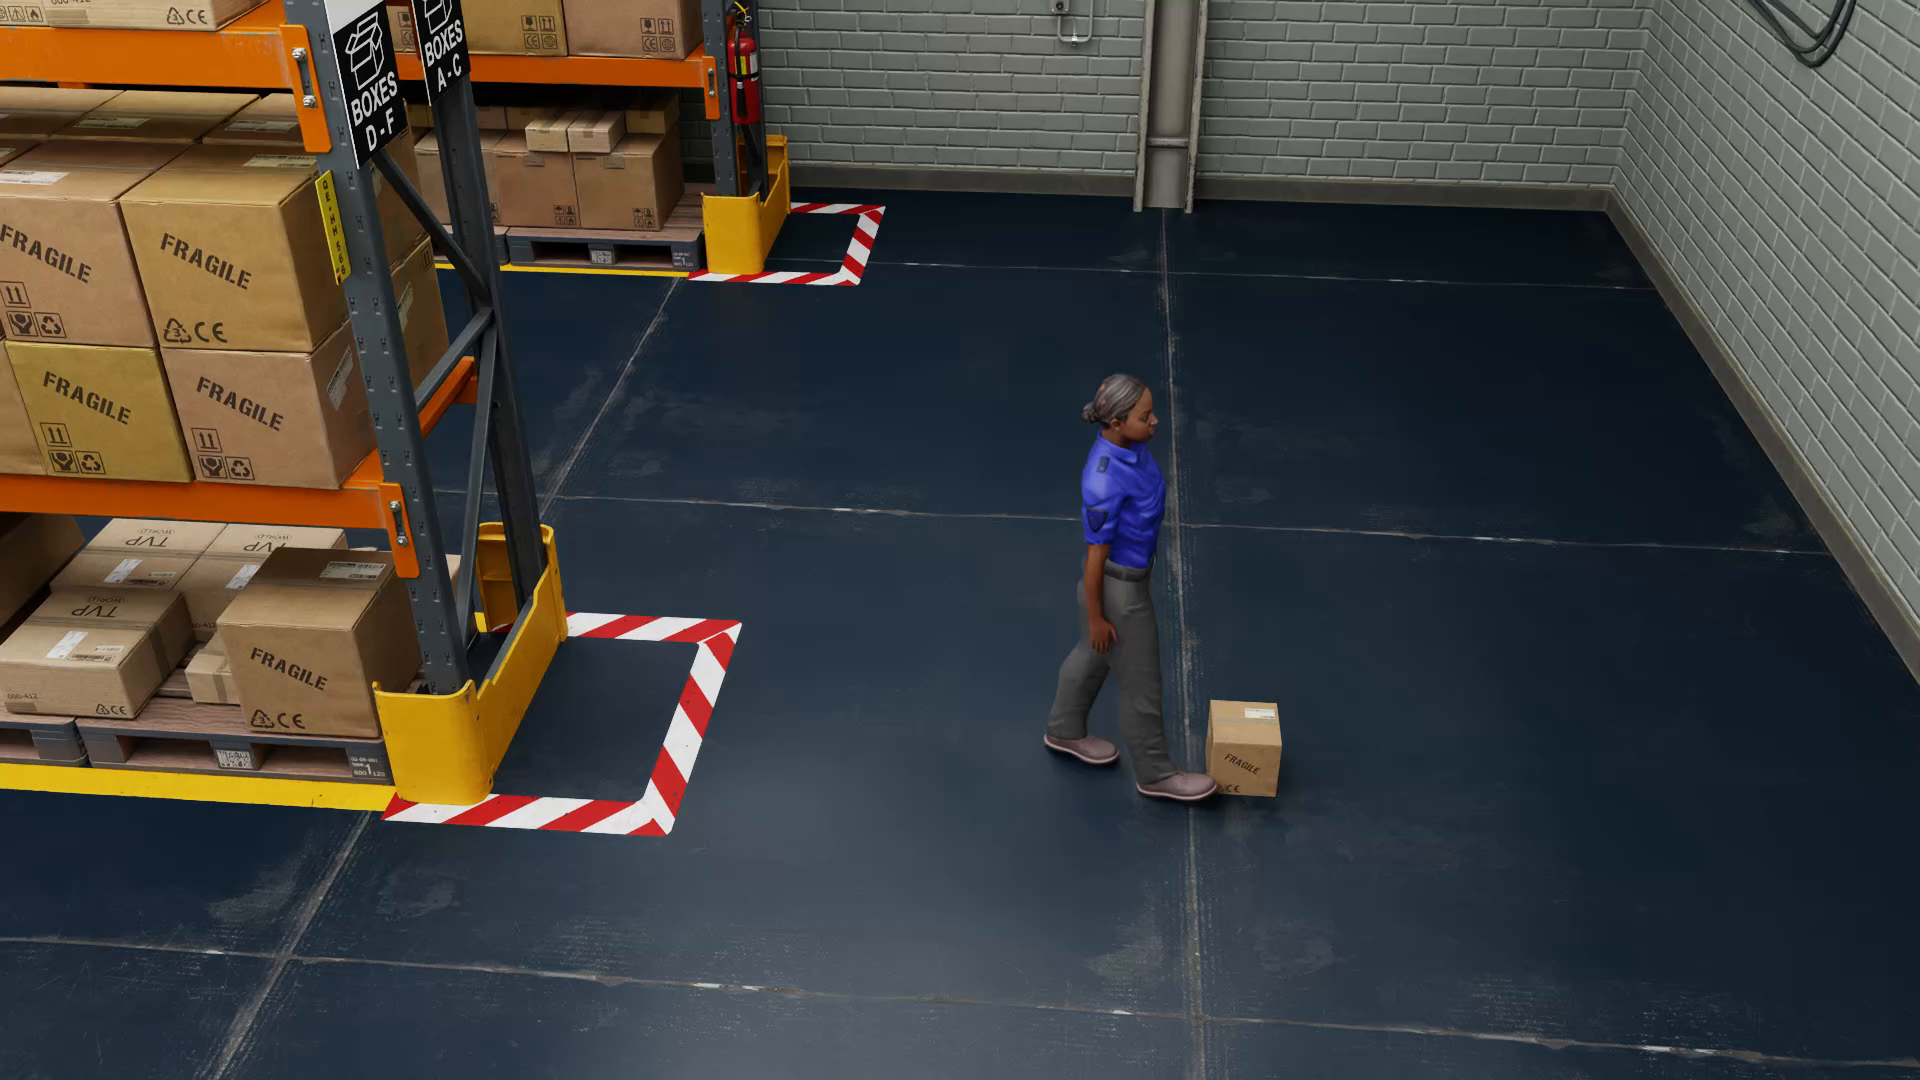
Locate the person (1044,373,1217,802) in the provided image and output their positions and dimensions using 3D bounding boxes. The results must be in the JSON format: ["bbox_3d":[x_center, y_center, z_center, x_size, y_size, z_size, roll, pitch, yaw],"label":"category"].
[{"bbox_3d":[0.638,0.170,5.863,0.672,1.646,0.450,6,33,9],"label":"person"}]
